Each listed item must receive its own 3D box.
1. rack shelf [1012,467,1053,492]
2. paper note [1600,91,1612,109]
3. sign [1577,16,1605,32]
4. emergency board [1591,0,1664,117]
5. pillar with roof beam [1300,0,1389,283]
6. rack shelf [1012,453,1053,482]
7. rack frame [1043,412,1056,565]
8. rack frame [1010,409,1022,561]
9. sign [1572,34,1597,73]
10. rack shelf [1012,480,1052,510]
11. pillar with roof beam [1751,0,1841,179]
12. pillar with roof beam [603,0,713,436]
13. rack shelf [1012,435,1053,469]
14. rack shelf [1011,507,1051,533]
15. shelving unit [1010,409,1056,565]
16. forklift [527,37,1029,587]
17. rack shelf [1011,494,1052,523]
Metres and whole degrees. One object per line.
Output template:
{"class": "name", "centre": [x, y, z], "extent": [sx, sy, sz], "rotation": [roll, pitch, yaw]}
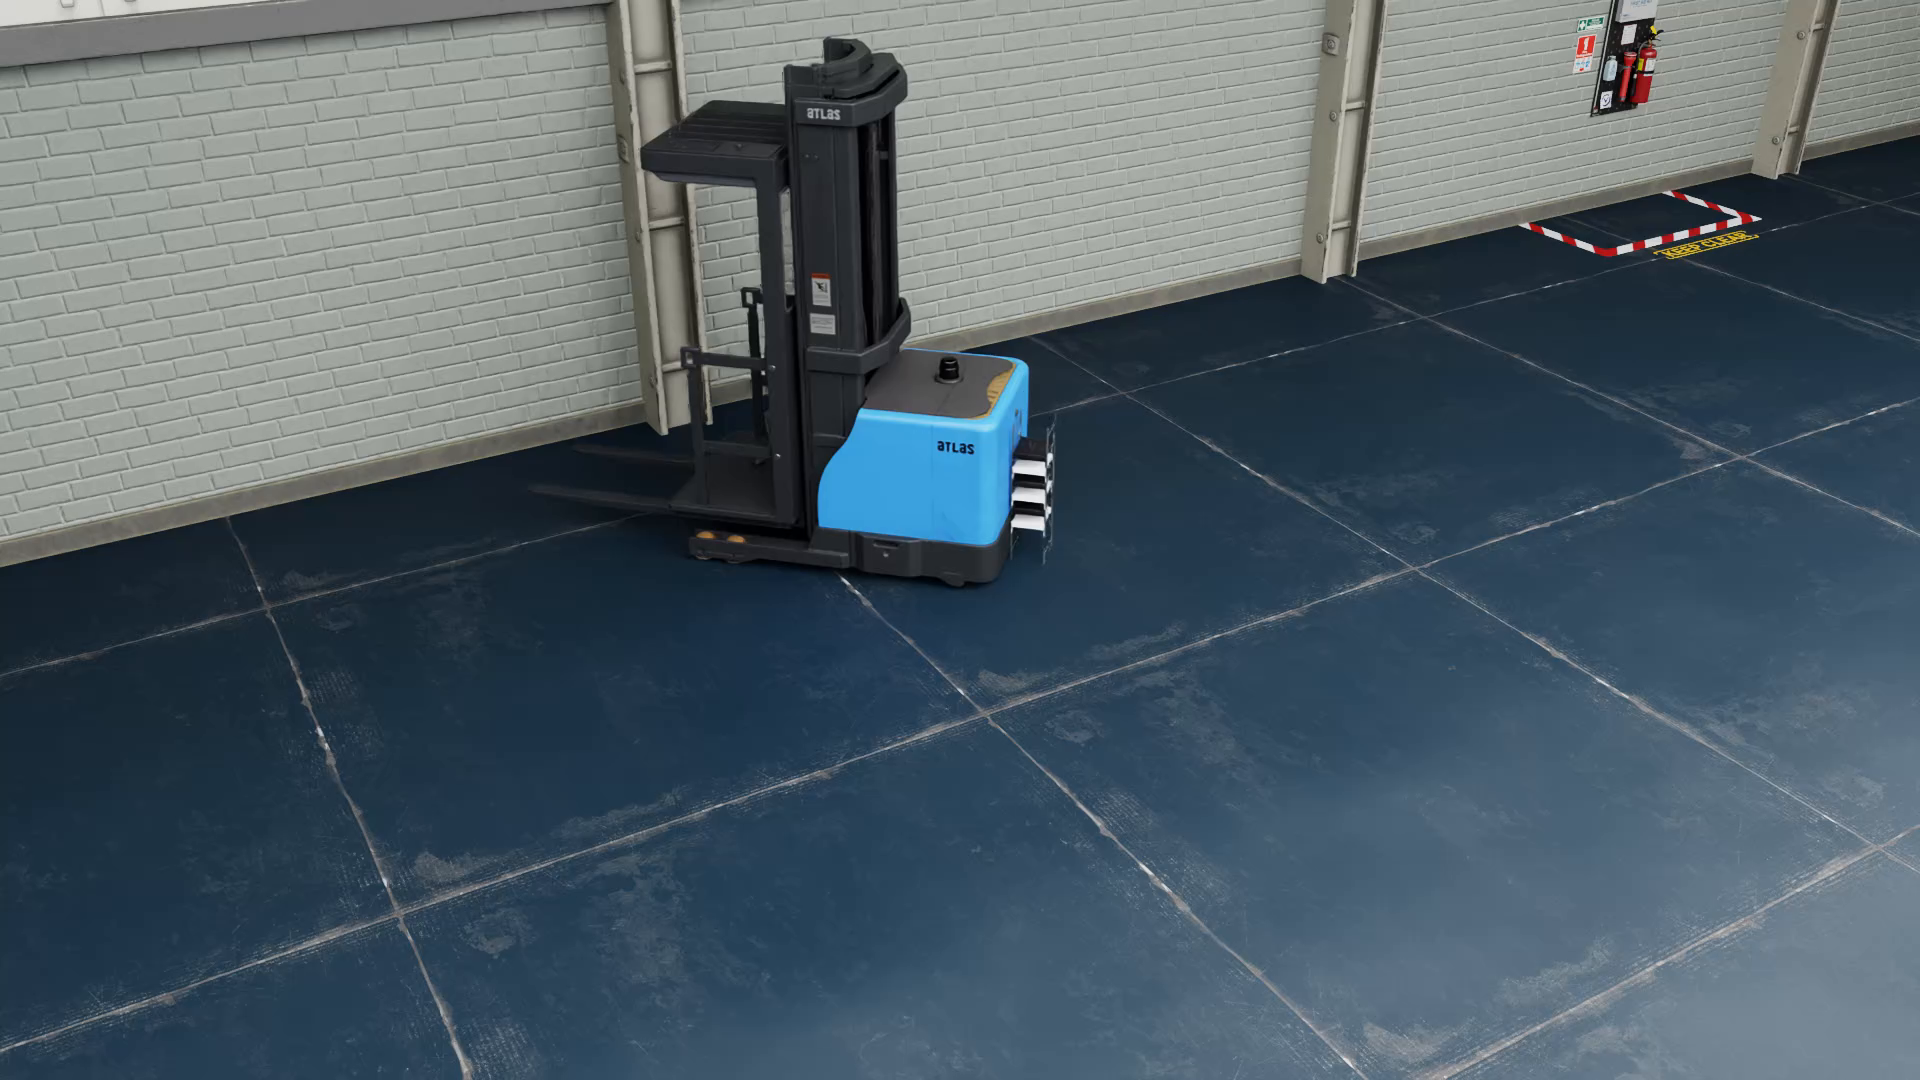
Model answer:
{"class": "rack shelf", "centre": [0.432, -0.360, 9.854], "extent": [0.200, 0.077, 0.258], "rotation": [7, 30, 12]}
{"class": "paper note", "centre": [6.021, -4.099, 15.484], "extent": [0.142, 0.148, 0.016], "rotation": [-16, 33, -26]}
{"class": "sign", "centre": [5.688, -4.652, 14.989], "extent": [0.331, 0.109, 0.001], "rotation": [-16, 33, -26]}
{"class": "emergency board", "centre": [6.208, -4.499, 15.298], "extent": [0.643, 1.169, 0.194], "rotation": [-16, 33, -26]}
{"class": "pillar with roof beam", "centre": [5.366, -4.452, 9.005], "extent": [0.400, 9.000, 9.100], "rotation": [-16, 33, -26]}
{"class": "rack shelf", "centre": [0.432, -0.439, 9.811], "extent": [0.200, 0.077, 0.258], "rotation": [7, 30, 12]}
{"class": "rack frame", "centre": [0.530, -0.299, 9.860], "extent": [0.006, 0.900, 0.240], "rotation": [7, 30, 12]}
{"class": "rack frame", "centre": [0.333, -0.322, 9.903], "extent": [0.006, 0.900, 0.240], "rotation": [7, 30, 12]}
{"class": "sign", "centre": [5.679, -4.422, 15.122], "extent": [0.234, 0.329, 0.001], "rotation": [-16, 33, -26]}
{"class": "rack shelf", "centre": [0.432, -0.281, 9.898], "extent": [0.200, 0.077, 0.258], "rotation": [7, 30, 12]}
{"class": "pillar with roof beam", "centre": [10.539, -5.921, 11.666], "extent": [0.400, 9.000, 9.100], "rotation": [-16, 33, -26]}
{"class": "pillar with roof beam", "centre": [0.193, -2.984, 6.343], "extent": [0.400, 9.000, 9.100], "rotation": [-16, 33, -26]}
{"class": "rack shelf", "centre": [0.432, -0.518, 9.767], "extent": [0.200, 0.077, 0.258], "rotation": [7, 30, 12]}
{"class": "rack shelf", "centre": [0.432, -0.124, 9.985], "extent": [0.200, 0.077, 0.258], "rotation": [7, 30, 12]}
{"class": "shelving unit", "centre": [0.432, -0.311, 9.881], "extent": [0.210, 0.900, 0.258], "rotation": [7, 30, 12]}
{"class": "forklift", "centre": [-1.148, -1.381, 9.719], "extent": [3.031, 2.935, 1.130], "rotation": [7, 30, 12]}
{"class": "rack shelf", "centre": [0.432, -0.203, 9.941], "extent": [0.200, 0.077, 0.258], "rotation": [7, 30, 12]}
